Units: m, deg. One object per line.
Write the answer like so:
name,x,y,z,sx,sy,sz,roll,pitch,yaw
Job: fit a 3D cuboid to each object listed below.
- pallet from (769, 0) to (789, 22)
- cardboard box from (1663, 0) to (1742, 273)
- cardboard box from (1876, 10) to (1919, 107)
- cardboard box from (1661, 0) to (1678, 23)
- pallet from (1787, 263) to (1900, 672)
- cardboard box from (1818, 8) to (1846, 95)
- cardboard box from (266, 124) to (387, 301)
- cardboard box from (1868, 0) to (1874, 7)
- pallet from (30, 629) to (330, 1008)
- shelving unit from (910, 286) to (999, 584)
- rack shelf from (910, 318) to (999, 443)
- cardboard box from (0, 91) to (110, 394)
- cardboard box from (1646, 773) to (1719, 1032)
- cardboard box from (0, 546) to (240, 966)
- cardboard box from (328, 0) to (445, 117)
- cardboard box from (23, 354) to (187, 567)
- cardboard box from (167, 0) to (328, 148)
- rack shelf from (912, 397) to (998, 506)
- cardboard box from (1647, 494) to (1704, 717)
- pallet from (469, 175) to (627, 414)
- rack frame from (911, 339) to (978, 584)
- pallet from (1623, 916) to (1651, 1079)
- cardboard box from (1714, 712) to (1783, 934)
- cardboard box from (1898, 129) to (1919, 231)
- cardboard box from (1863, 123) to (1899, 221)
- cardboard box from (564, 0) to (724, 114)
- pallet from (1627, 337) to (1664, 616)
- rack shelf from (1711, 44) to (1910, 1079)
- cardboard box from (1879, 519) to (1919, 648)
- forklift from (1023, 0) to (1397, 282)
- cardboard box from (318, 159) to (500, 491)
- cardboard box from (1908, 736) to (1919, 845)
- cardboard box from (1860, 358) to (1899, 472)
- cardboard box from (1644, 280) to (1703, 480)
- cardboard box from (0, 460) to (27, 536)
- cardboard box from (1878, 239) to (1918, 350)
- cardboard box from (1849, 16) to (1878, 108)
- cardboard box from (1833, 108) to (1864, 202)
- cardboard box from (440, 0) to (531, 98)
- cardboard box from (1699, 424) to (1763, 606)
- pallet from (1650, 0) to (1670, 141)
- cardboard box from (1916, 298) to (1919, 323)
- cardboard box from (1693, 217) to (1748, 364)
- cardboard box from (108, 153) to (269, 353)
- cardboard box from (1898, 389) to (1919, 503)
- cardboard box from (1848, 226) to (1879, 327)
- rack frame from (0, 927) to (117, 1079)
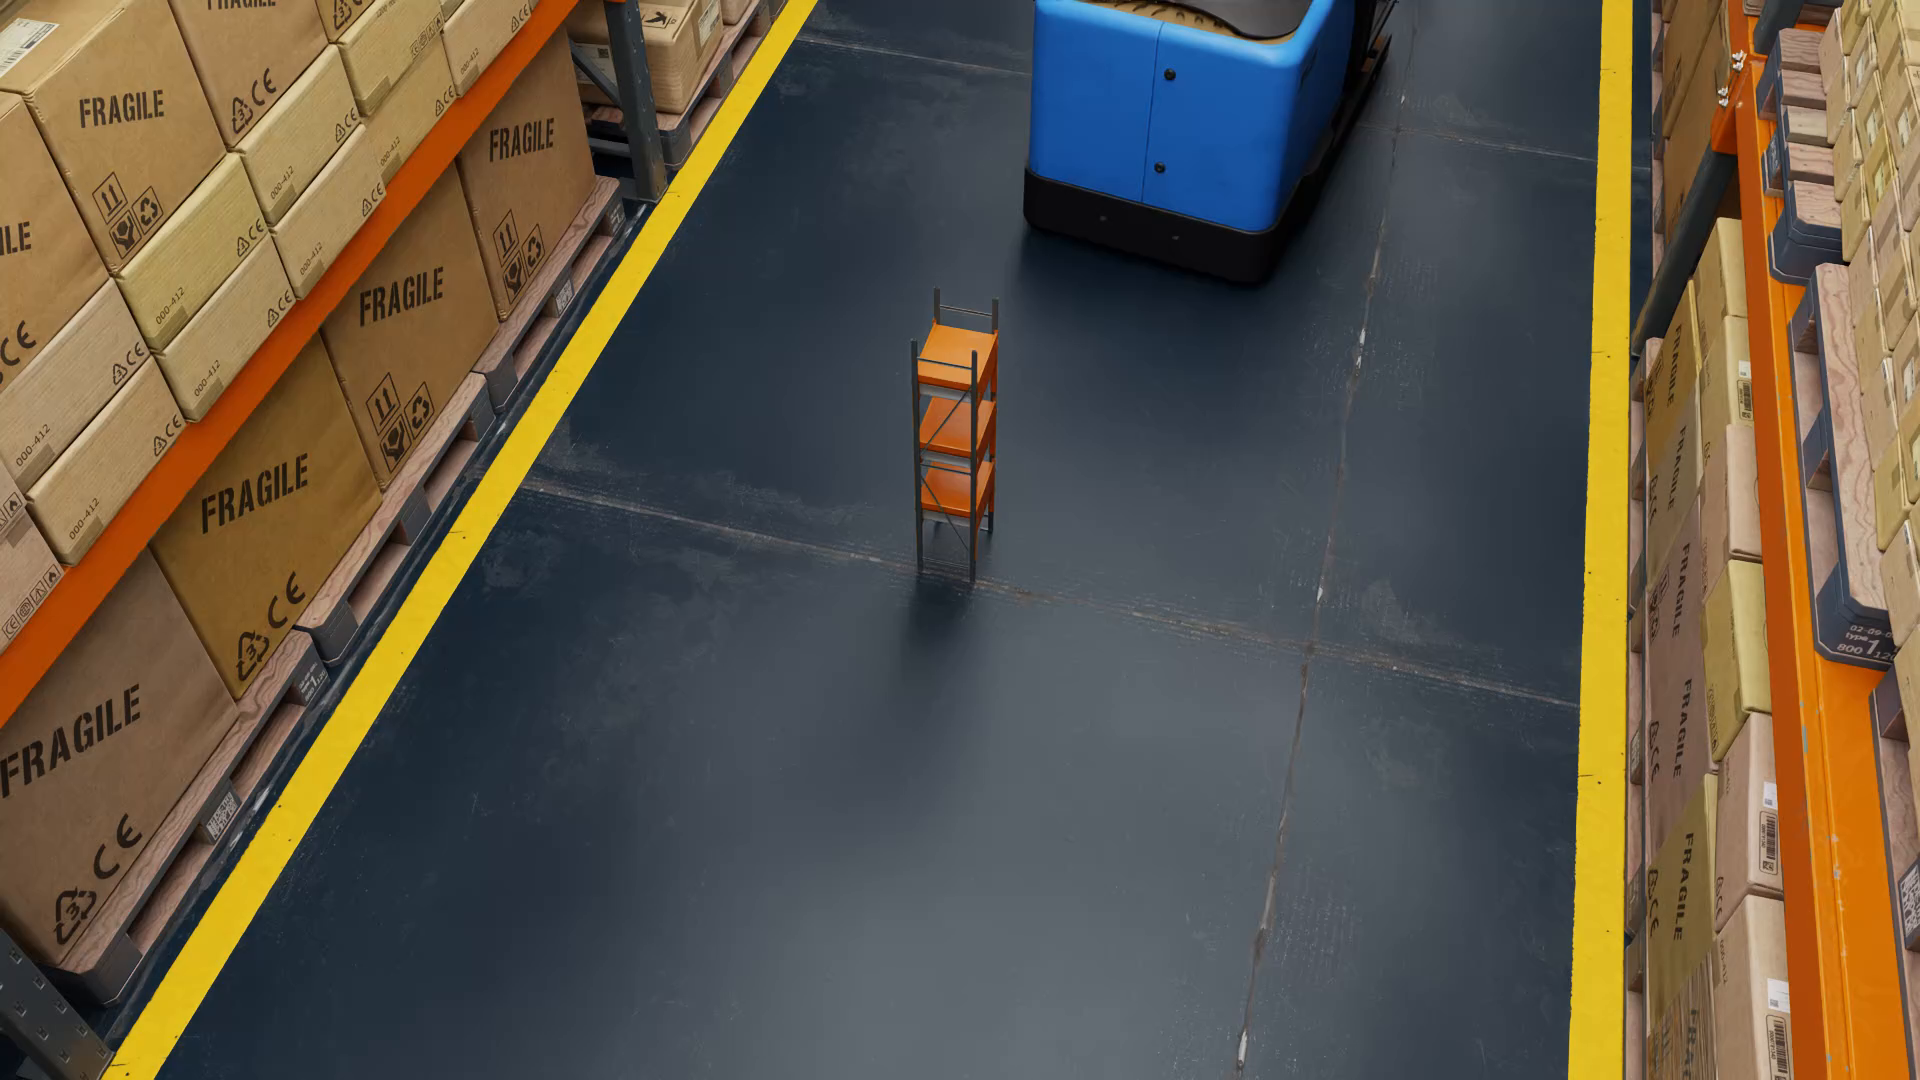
pallet,-1.206,-3.063,8.313,1.003,0.211,1.213,12,50,10
cardboard box,3.313,-1.455,6.254,1.050,0.750,0.750,11,49,10
cardboard box,2.620,-1.223,4.319,0.380,0.149,0.250,11,50,10
cardboard box,3.784,-2.762,7.407,1.050,0.750,0.750,12,50,10
pallet,2.584,-0.134,3.996,1.003,0.211,1.213,12,50,10
cardboard box,2.753,-1.410,4.881,0.380,0.149,0.250,11,49,10
cardboard box,-1.993,-0.967,4.703,0.500,0.250,0.500,11,49,9
cardboard box,2.756,-1.591,4.645,0.380,0.149,0.250,12,50,10
pallet,-2.659,0.701,4.990,1.003,0.211,1.213,12,50,10
shelving unit,-0.014,-0.309,5.322,0.215,1.050,0.252,12,50,10
rack shelf,-0.014,-0.489,5.117,0.215,0.259,0.240,12,50,10
cardboard box,-2.289,-0.647,3.587,0.500,0.500,0.500,11,50,10
cardboard box,2.100,0.988,4.265,0.500,0.500,0.500,11,49,9
cardboard box,-2.703,0.452,4.488,0.875,0.875,0.875,13,50,11
cardboard box,-1.865,-1.511,4.850,0.500,0.250,0.500,10,49,9
cardboard box,-2.284,-0.239,4.061,0.500,0.250,0.500,10,49,9
cardboard box,-2.025,-1.385,4.238,0.500,0.500,0.500,11,49,9
rack shelf,-0.014,-0.302,5.330,0.215,0.259,0.240,12,50,10
cardboard box,2.374,0.248,4.917,0.500,0.500,0.500,10,49,9
pallet,-2.017,-1.063,6.548,1.003,0.211,1.213,12,50,10
rack frame,-0.046,-0.220,5.244,0.200,1.050,0.008,12,50,10
pallet,2.216,1.615,4.184,1.003,0.211,1.213,12,50,10
cardboard box,2.113,0.738,3.985,0.500,0.250,0.500,14,50,12
cardboard box,2.480,-0.836,3.977,0.380,0.149,0.250,14,50,12
cardboard box,2.542,-0.909,4.241,0.380,0.149,0.250,12,50,10
cardboard box,-1.578,-2.218,7.179,0.950,0.372,0.625,9,49,7
pallet,2.858,-0.150,5.742,1.003,0.211,1.213,12,50,10
rack shelf,2.539,0.047,4.188,1.077,0.370,4.000,12,50,10
cardboard box,2.195,0.122,3.529,0.380,0.149,0.250,10,49,8
forklift,1.323,-3.107,6.537,1.130,2.935,3.031,19,51,16
cardboard box,-2.237,-0.850,5.637,0.875,0.875,0.875,12,50,10
cardboard box,2.061,0.505,3.191,0.380,0.149,0.250,11,50,10
cardboard box,2.336,-0.263,3.869,0.380,0.149,0.250,10,49,9
cardboard box,2.633,-0.488,5.567,0.500,0.500,0.500,10,49,8
cardboard box,-2.402,-0.027,3.540,0.500,0.250,0.500,10,49,9
cardboard box,2.407,-0.550,3.924,0.380,0.149,0.250,11,50,10
cardboard box,2.675,-1.286,4.573,0.380,0.149,0.250,14,50,12
cardboard box,2.612,-1.021,4.538,0.380,0.149,0.250,14,50,12
cardboard box,-1.739,-1.702,5.352,0.500,0.250,0.500,12,50,11
cardboard box,2.374,-0.025,4.658,0.500,0.250,0.500,12,50,10
pallet,3.669,-2.150,7.507,1.003,0.211,1.213,12,50,10
cardboard box,2.343,-0.464,3.649,0.380,0.149,0.250,11,49,10
cardboard box,2.650,-0.747,5.295,0.500,0.250,0.500,10,49,8
cardboard box,-2.133,-0.769,4.195,0.500,0.250,0.500,12,50,11
cardboard box,2.270,-0.180,3.597,0.380,0.149,0.250,12,50,10
cardboard box,2.474,-0.632,4.195,0.380,0.149,0.250,13,50,11
rack frame,-2.789,0.352,3.439,1.000,3.000,0.127,12,50,10
